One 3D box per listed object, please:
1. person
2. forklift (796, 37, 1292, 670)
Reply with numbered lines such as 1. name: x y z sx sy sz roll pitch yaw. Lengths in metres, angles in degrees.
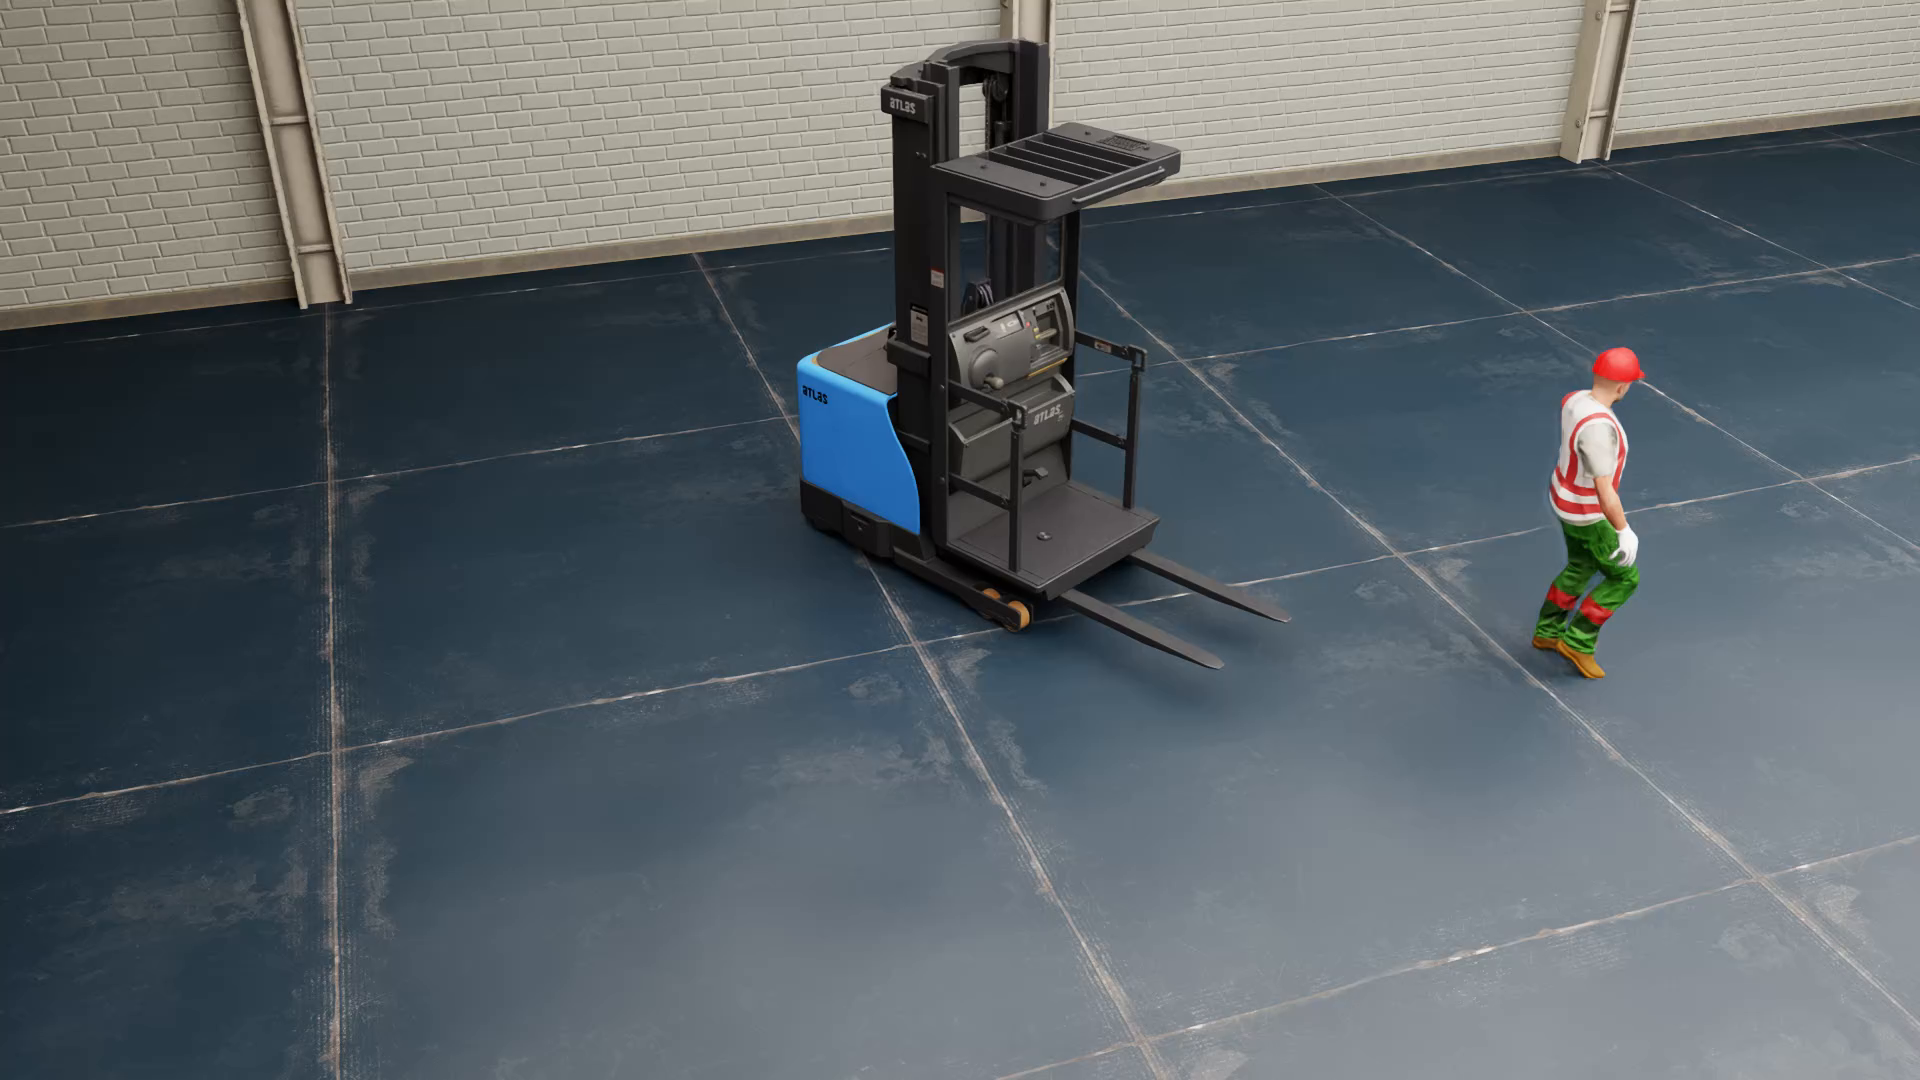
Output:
1. person: 3.271 -0.161 8.569 0.483 1.786 0.898 5 30 8
2. forklift: 0.443 -1.061 8.931 3.031 2.935 1.130 25 38 37
